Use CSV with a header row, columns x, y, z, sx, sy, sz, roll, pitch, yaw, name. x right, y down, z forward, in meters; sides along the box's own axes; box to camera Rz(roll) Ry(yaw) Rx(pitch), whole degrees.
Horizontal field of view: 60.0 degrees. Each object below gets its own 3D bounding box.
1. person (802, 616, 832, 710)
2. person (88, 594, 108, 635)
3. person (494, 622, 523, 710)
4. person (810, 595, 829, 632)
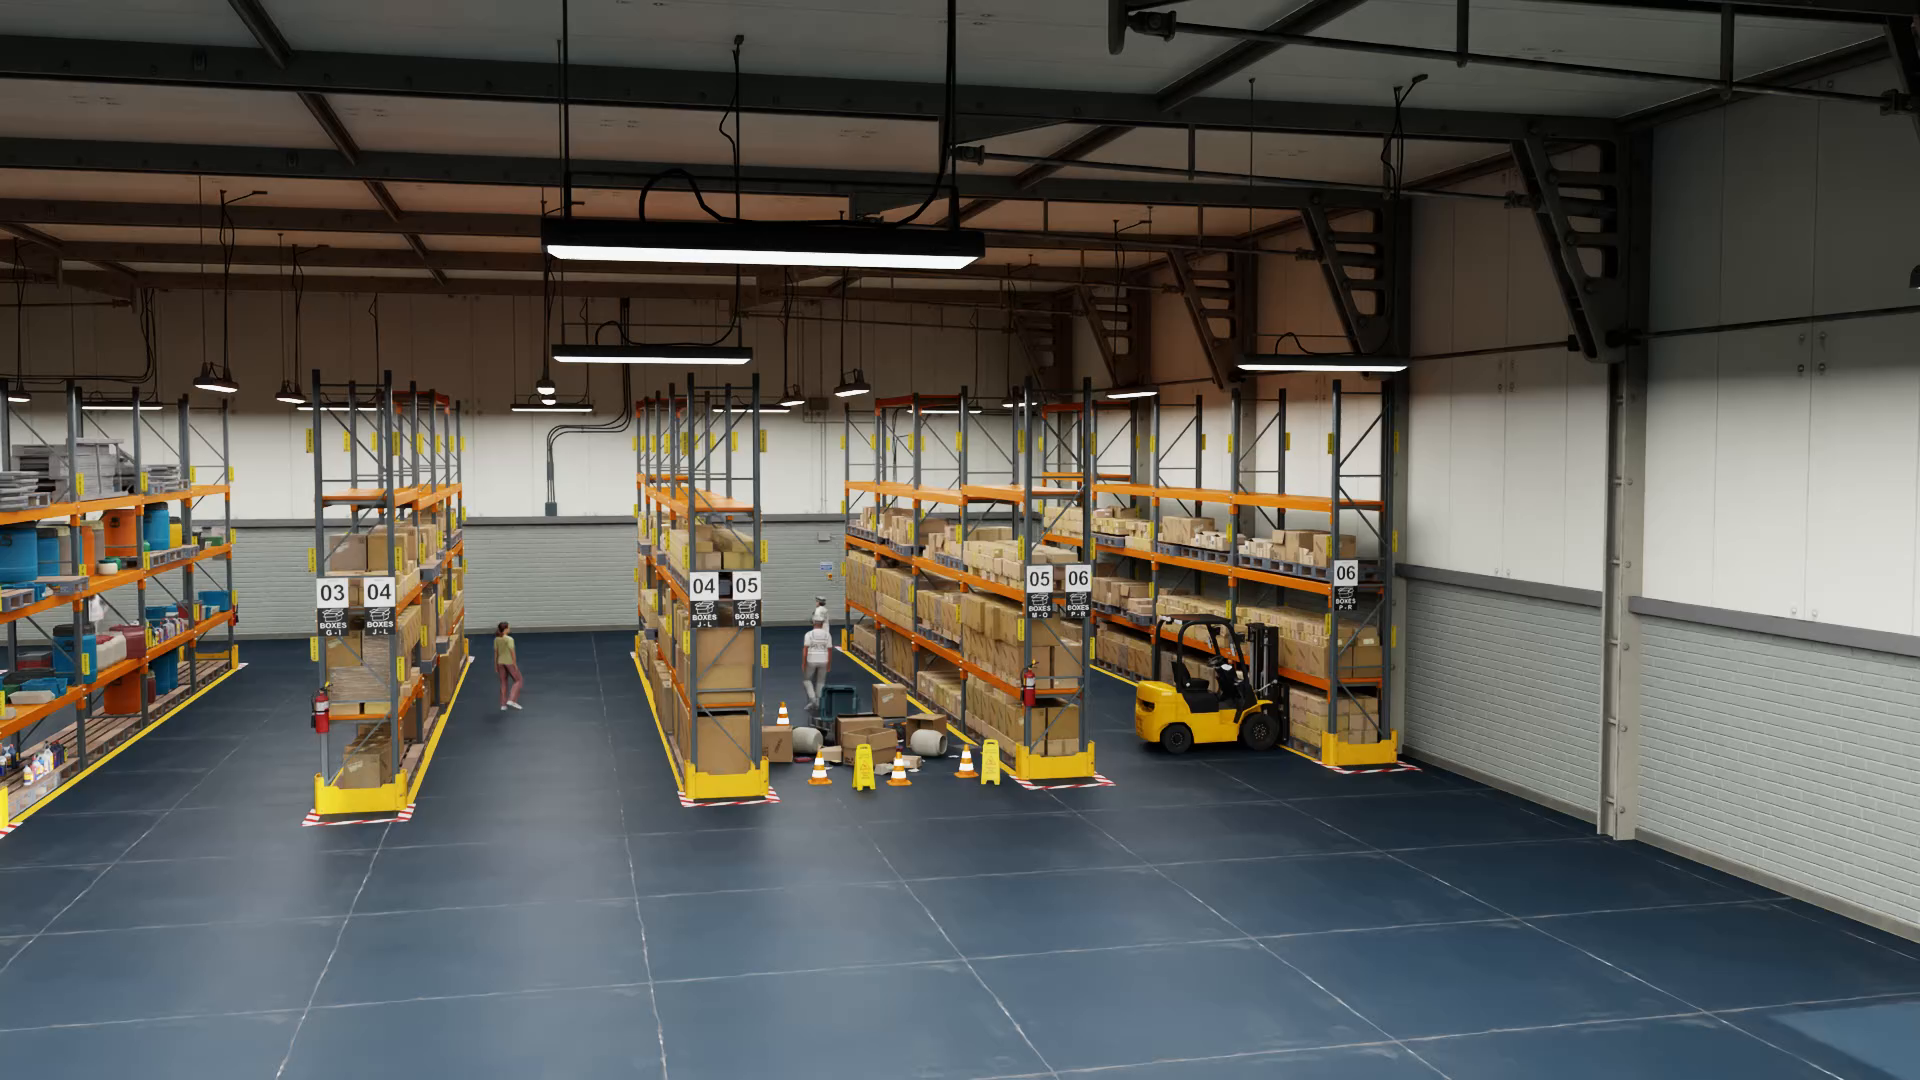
x,y,z,sx,sy,sz,roll,pitch,yaw,name
-2.678,2.315,31.200,0.574,1.755,0.484,-1,3,-14,person
-20.648,1.876,39.620,0.616,1.681,0.720,0,3,-5,person
-8.475,2.367,31.140,0.568,1.635,0.431,1,3,13,person
-3.033,2.055,36.485,0.430,1.682,0.524,2,4,30,person
